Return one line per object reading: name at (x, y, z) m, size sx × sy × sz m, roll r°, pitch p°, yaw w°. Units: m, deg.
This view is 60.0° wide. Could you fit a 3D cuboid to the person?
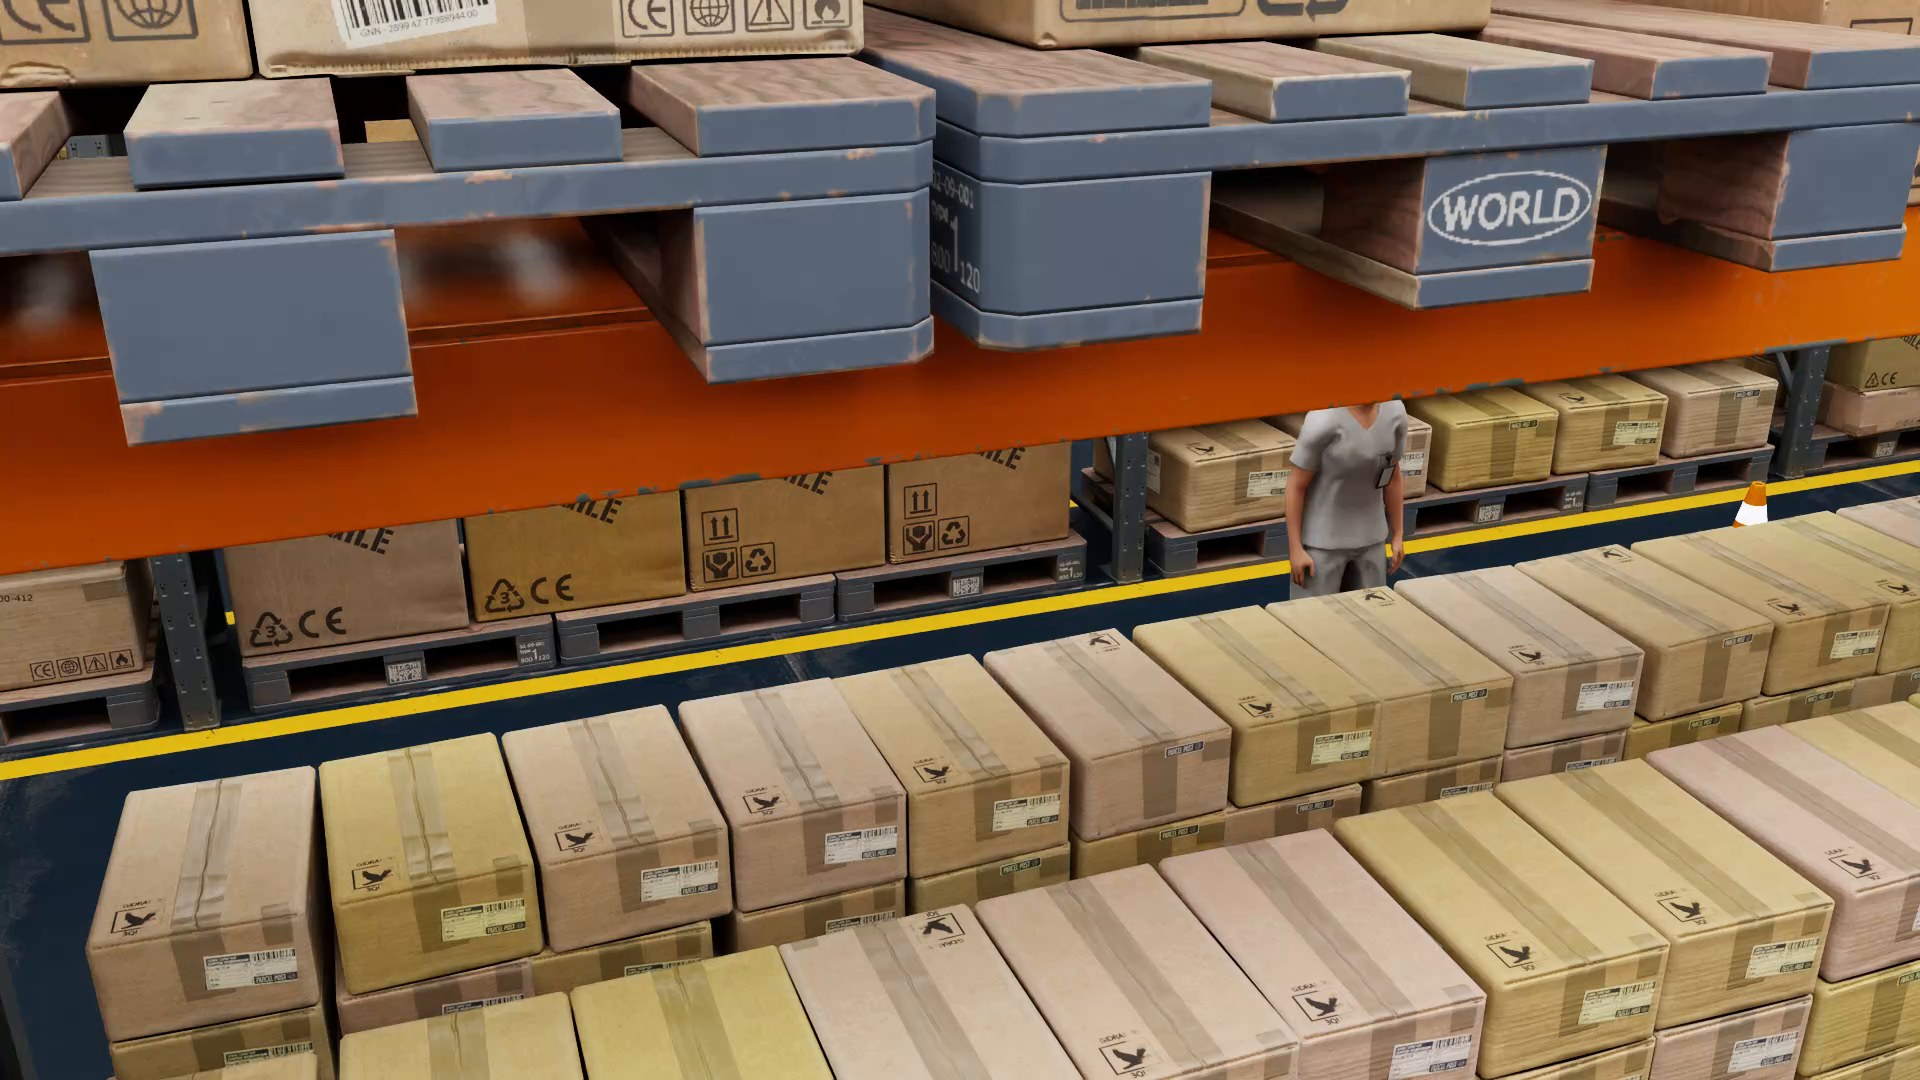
person at (1.392, 0.023, 6.039) m, size 0.488 × 1.673 × 0.355 m, roll -8°, pitch 24°, yaw -19°
